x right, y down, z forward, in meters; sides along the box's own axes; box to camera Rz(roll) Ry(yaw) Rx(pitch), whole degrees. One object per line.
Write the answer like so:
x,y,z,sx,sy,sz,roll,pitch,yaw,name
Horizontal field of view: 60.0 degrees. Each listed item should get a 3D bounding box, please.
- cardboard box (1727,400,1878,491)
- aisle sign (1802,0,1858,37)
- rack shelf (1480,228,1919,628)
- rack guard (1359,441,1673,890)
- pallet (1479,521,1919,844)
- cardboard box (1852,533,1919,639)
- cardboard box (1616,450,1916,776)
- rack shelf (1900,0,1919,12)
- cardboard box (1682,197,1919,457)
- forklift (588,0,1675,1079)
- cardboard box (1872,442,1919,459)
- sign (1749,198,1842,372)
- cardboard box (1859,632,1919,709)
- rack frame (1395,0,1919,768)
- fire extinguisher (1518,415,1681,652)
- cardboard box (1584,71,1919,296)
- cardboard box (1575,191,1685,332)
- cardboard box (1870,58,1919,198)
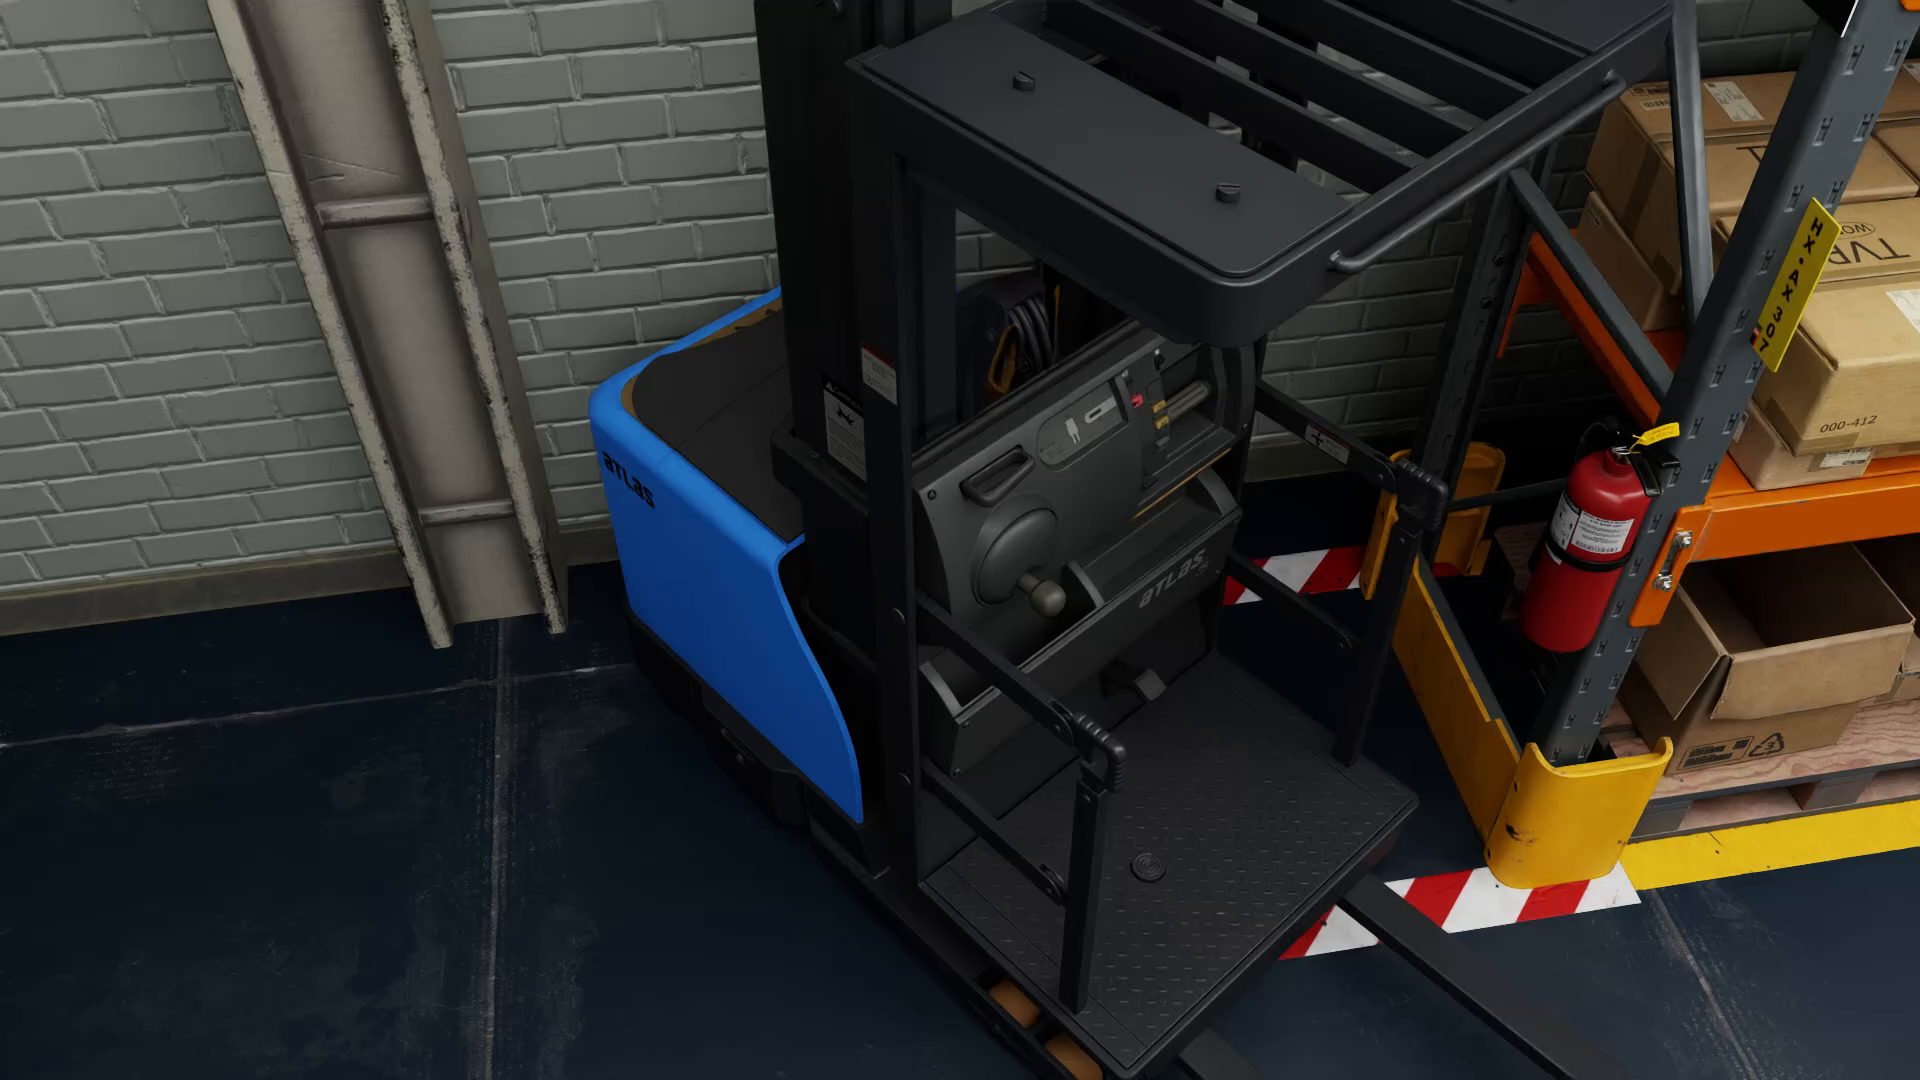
1.783,-0.301,3.632,0.250,0.149,0.380,-7,47,-7,cardboard box
1.395,-1.228,2.545,0.004,0.787,0.394,-7,46,-7,aisle sign
3.383,-0.539,4.186,4.000,0.370,1.077,-7,46,-7,rack shelf
1.487,0.315,4.599,0.348,0.500,1.175,-7,46,-7,rack guard
2.273,0.317,4.798,1.213,0.211,1.003,-7,46,-7,pallet
2.880,0.094,4.521,0.500,0.500,0.700,-5,46,-5,cardboard box
2.031,0.170,4.445,0.637,0.503,0.797,-9,47,-8,cardboard box
3.383,-1.579,3.105,4.000,0.370,1.077,-7,46,-7,rack shelf
1.905,-0.458,3.506,0.500,0.250,0.500,-7,46,-7,cardboard box
0.431,-0.107,3.318,1.130,2.935,3.031,-34,55,-28,forklift
2.026,-0.365,3.693,0.250,0.149,0.380,-6,46,-6,cardboard box
1.505,-0.458,3.007,0.005,0.325,0.100,-7,46,-7,sign
2.457,0.268,4.597,0.250,0.149,0.380,-9,47,-8,cardboard box
1.412,-0.543,3.690,0.127,3.000,1.000,-7,46,-7,rack frame
1.346,-0.040,3.519,0.183,0.674,0.296,-7,46,-7,fire extinguisher
1.820,-0.839,3.873,0.500,0.250,0.500,-6,46,-6,cardboard box
1.693,-0.687,4.003,0.250,0.149,0.380,-8,47,-7,cardboard box
2.329,-0.901,3.933,0.500,0.250,0.500,-7,46,-7,cardboard box
